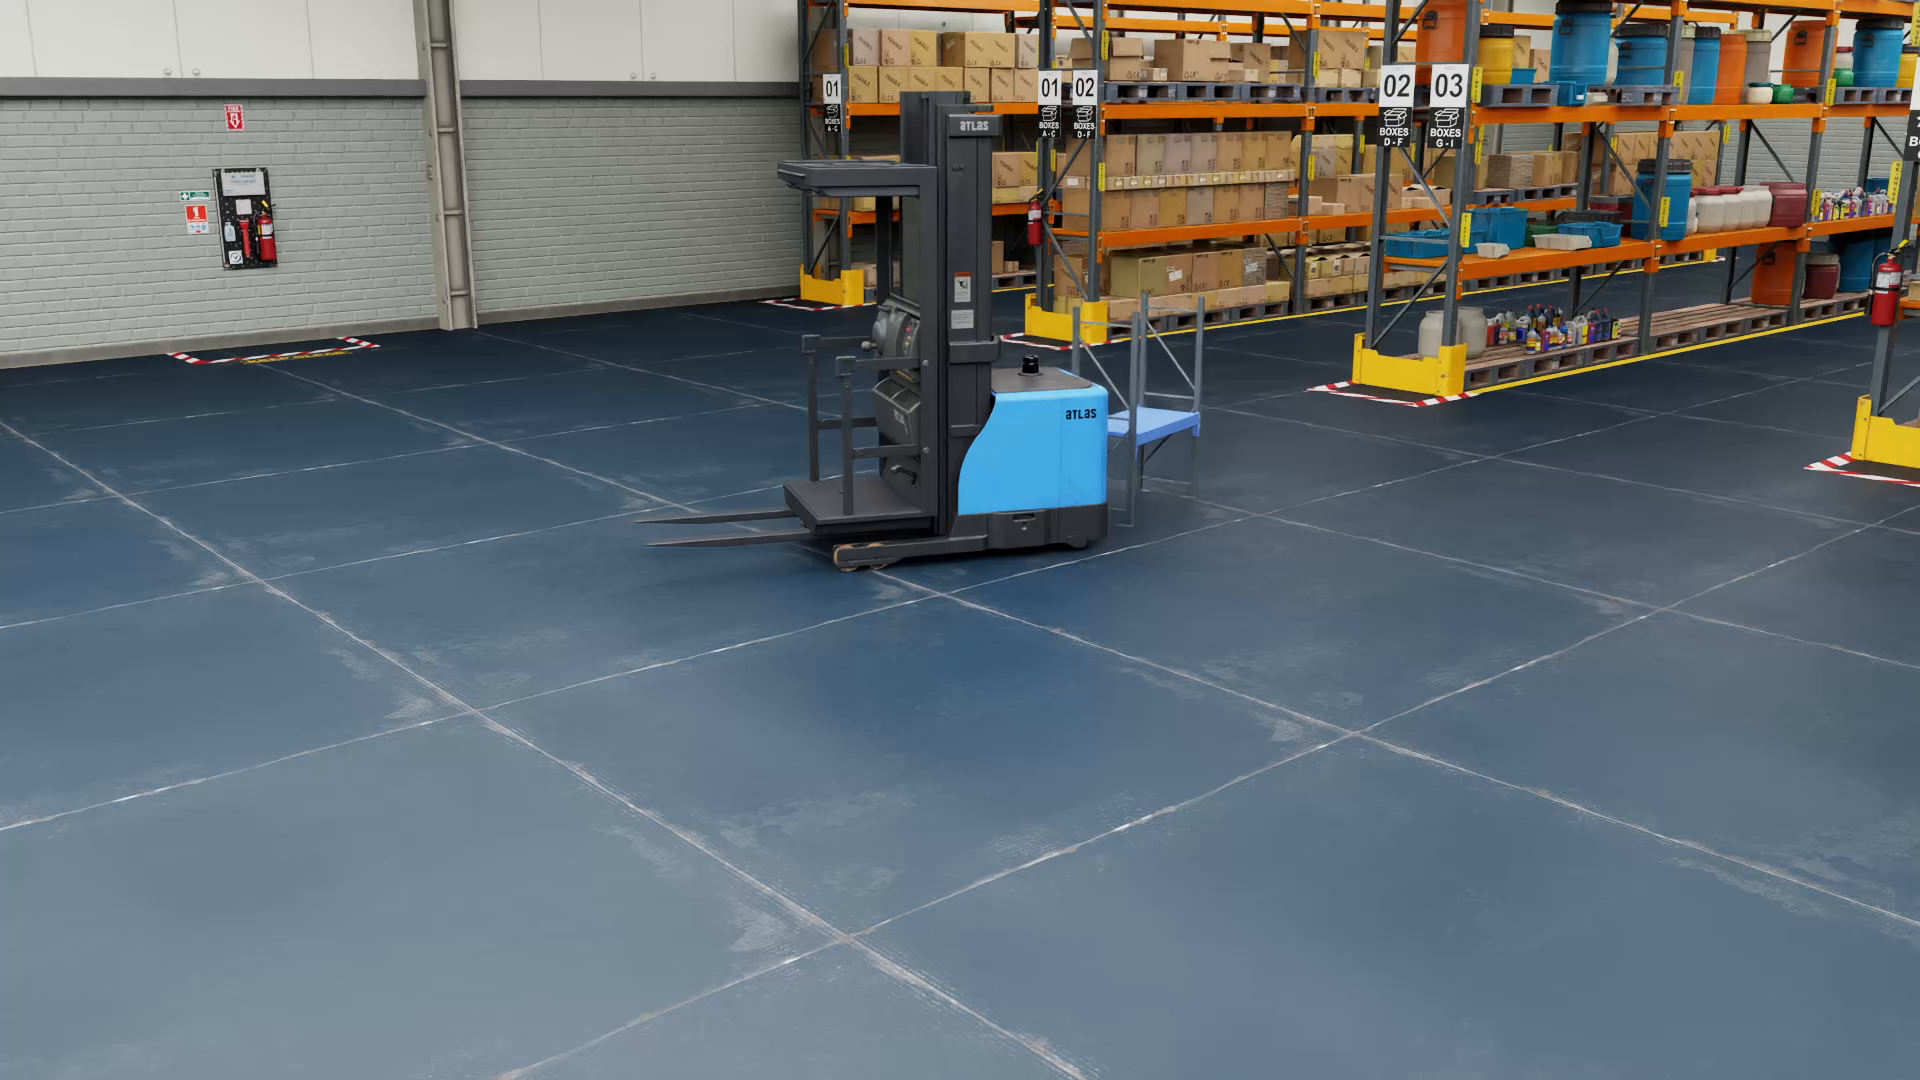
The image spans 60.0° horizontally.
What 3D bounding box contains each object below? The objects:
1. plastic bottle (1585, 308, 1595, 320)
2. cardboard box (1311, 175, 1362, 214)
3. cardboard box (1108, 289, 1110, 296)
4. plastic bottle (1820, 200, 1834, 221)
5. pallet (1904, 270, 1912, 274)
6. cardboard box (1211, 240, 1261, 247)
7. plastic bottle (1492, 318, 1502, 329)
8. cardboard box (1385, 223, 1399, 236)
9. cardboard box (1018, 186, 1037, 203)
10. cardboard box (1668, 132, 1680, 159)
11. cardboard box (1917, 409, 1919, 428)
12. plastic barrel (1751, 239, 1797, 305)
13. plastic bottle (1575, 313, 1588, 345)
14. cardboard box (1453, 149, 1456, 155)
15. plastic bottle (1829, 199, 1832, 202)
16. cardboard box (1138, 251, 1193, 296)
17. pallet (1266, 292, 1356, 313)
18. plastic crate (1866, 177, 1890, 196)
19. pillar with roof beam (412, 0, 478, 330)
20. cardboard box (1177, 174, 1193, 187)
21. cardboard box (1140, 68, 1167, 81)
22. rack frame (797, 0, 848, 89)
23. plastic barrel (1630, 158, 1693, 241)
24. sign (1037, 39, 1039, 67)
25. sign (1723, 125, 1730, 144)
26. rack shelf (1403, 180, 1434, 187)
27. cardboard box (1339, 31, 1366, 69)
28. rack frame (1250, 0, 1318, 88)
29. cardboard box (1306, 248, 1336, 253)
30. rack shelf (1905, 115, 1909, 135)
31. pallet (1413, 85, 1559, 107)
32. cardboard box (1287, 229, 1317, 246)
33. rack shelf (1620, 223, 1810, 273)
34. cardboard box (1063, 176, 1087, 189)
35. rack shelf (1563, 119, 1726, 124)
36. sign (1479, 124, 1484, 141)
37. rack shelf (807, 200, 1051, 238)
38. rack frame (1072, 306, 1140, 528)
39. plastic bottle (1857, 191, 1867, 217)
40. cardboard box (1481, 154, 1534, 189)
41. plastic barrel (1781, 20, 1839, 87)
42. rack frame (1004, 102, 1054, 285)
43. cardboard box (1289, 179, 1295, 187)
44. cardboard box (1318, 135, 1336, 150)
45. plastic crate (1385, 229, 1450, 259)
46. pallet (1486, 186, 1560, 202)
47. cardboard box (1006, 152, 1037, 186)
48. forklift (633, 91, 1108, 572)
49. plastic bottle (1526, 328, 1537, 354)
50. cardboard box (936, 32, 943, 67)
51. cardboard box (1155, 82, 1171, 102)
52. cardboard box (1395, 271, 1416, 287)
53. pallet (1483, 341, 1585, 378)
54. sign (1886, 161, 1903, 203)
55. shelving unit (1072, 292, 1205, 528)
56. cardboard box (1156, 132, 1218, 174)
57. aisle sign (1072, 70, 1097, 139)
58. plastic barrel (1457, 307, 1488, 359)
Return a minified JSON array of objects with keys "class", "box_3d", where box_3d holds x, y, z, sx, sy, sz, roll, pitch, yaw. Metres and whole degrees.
[{"class":"plastic bottle","box_3d":[7.199,-2.472,18.971,0.185,0.351,0.144,-13,19,-39]},{"class":"cardboard box","box_3d":[5.329,-4.905,23.608,0.500,0.500,0.500,-11,18,-35]},{"class":"cardboard box","box_3d":[1.904,-3.073,21.457,0.500,0.250,0.500,-13,19,-39]},{"class":"plastic bottle","box_3d":[11.495,-4.382,22.084,0.135,0.276,0.152,-13,19,-39]},{"class":"pallet","box_3d":[15.075,-4.024,25.905,1.213,0.211,1.003,-13,19,-39]},{"class":"cardboard box","box_3d":[3.786,-3.860,22.950,0.500,0.500,0.500,-13,19,-39]},{"class":"plastic bottle","box_3d":[5.983,-2.352,18.669,0.135,0.276,0.152,-13,20,-41]},{"class":"cardboard box","box_3d":[8.134,-6.146,32.477,0.500,0.500,0.700,-13,20,-40]},{"class":"cardboard box","box_3d":[0.928,-5.403,25.915,0.500,0.250,0.500,-13,19,-39]},{"class":"cardboard box","box_3d":[12.083,-6.815,28.819,0.500,0.500,0.500,-12,19,-38]},{"class":"cardboard box","box_3d":[8.306,-1.132,13.705,0.500,0.500,0.500,-9,17,-29]},{"class":"plastic barrel","box_3d":[10.966,-3.594,22.284,0.708,0.830,0.600,-13,19,-39]},{"class":"plastic bottle","box_3d":[6.905,-2.356,18.539,0.185,0.351,0.144,-13,20,-40]},{"class":"cardboard box","box_3d":[9.761,-7.694,33.661,0.700,0.700,0.980,-12,19,-37]},{"class":"plastic bottle","box_3d":[12.248,-4.714,23.469,0.097,0.201,0.097,0,15,0]},{"class":"cardboard box","box_3d":[2.619,-3.420,21.302,0.500,0.500,0.500,-13,19,-39]},{"class":"pallet","box_3d":[4.872,-3.426,23.667,1.213,0.211,1.003,-13,19,-39]},{"class":"plastic crate","box_3d":[13.754,-5.198,24.812,0.575,0.384,0.392,-13,19,-39]},{"class":"pillar with roof beam","box_3d":[-3.671,-6.258,17.240,0.400,9.000,9.100,-13,19,-39]},{"class":"cardboard box","box_3d":[2.732,-4.568,21.088,0.250,0.149,0.380,-13,20,-40]},{"class":"cardboard box","box_3d":[2.327,-5.727,20.466,0.250,0.149,0.380,-13,19,-39]},{"class":"rack frame","box_3d":[-1.931,-7.825,23.109,0.127,3.000,1.000,-13,19,-39]},{"class":"plastic barrel","box_3d":[8.080,-3.925,19.159,0.708,0.901,0.600,-13,19,-39]},{"class":"sign","box_3d":[0.978,-5.910,20.188,0.005,0.325,0.100,-13,19,-39]},{"class":"sign","box_3d":[13.743,-7.274,29.815,0.005,0.325,0.100,-13,19,-39]},{"class":"rack shelf","box_3d":[8.631,-6.951,32.854,4.000,0.370,1.077,-13,19,-39]},{"class":"cardboard box","box_3d":[5.247,-6.781,23.033,0.500,0.500,0.500,-10,18,-34]},{"class":"rack frame","box_3d":[4.341,-7.539,22.037,0.127,3.000,1.000,-13,19,-39]},{"class":"cardboard box","box_3d":[5.225,-4.084,24.155,0.500,0.311,0.500,-13,20,-40]},{"class":"rack shelf","box_3d":[9.333,-3.474,14.027,4.000,0.370,1.077,-13,19,-39]},{"class":"pallet","box_3d":[5.261,-4.477,16.753,1.213,0.211,1.003,-13,19,-39]},{"class":"cardboard box","box_3d":[6.048,-5.838,30.644,0.750,0.750,0.750,-12,19,-38]},{"class":"rack shelf","box_3d":[9.099,-3.667,20.560,4.000,0.370,1.077,-13,19,-39]},{"class":"cardboard box","box_3d":[1.487,-4.427,20.559,0.250,0.149,0.380,-13,20,-40]},{"class":"rack shelf","box_3d":[11.885,-7.437,28.859,4.000,0.370,1.077,-13,19,-39]},{"class":"sign","box_3d":[10.485,-8.203,33.446,0.005,0.325,0.100,-13,19,-39]},{"class":"rack shelf","box_3d":[-0.422,-4.918,25.244,4.000,0.370,1.077,-13,19,-39]},{"class":"rack frame","box_3d":[0.995,-0.849,11.524,0.500,1.500,0.032,10,18,32]},{"class":"plastic bottle","box_3d":[12.316,-4.601,22.759,0.185,0.351,0.144,-13,19,-39]},{"class":"cardboard box","box_3d":[8.575,-5.816,26.204,0.500,0.500,0.700,-9,17,-29]},{"class":"plastic barrel","box_3d":[11.038,-6.309,21.597,0.708,0.830,0.600,-13,19,-39]},{"class":"rack frame","box_3d":[1.087,-5.605,26.420,0.127,3.000,1.000,-13,19,-39]},{"class":"cardboard box","box_3d":[5.858,-6.486,30.169,0.250,0.149,0.380,-12,19,-38]},{"class":"cardboard box","box_3d":[6.545,-7.310,30.543,0.500,0.250,0.500,-12,19,-38]},{"class":"plastic crate","box_3d":[4.754,-3.069,17.217,0.616,0.251,0.499,-13,19,-39]},{"class":"pallet","box_3d":[8.823,-5.556,26.610,1.213,0.211,1.003,-13,19,-39]},{"class":"cardboard box","box_3d":[0.933,-5.764,25.814,0.500,0.500,0.500,-13,20,-39]},{"class":"forklift","box_3d":[-0.595,-1.368,10.693,3.031,2.935,1.130,-5,16,-17]},{"class":"plastic bottle","box_3d":[6.145,-2.139,17.880,0.097,0.271,0.097,0,15,0]},{"class":"cardboard box","box_3d":[-0.602,-7.299,24.779,0.500,0.500,0.500,-13,20,-39]},{"class":"cardboard box","box_3d":[3.066,-7.589,27.799,0.637,0.503,0.797,-9,18,-32]},{"class":"cardboard box","box_3d":[6.354,-3.884,24.491,0.500,0.250,0.500,-12,19,-38]},{"class":"pallet","box_3d":[6.135,-2.015,18.386,1.213,0.211,1.003,-13,19,-39]},{"class":"sign","box_3d":[7.475,-2.858,13.279,0.005,0.325,0.100,-13,19,-39]},{"class":"shelving unit","box_3d":[1.275,-0.959,11.933,0.538,1.500,1.048,10,18,32]},{"class":"cardboard box","box_3d":[2.875,-4.984,21.390,0.500,0.500,0.700,-13,19,-39]},{"class":"aisle sign","box_3d":[1.475,-5.148,19.674,0.004,0.787,0.394,-13,19,-39]},{"class":"plastic barrel","box_3d":[5.397,-2.211,17.720,0.421,0.512,0.421,0,15,0]}]
